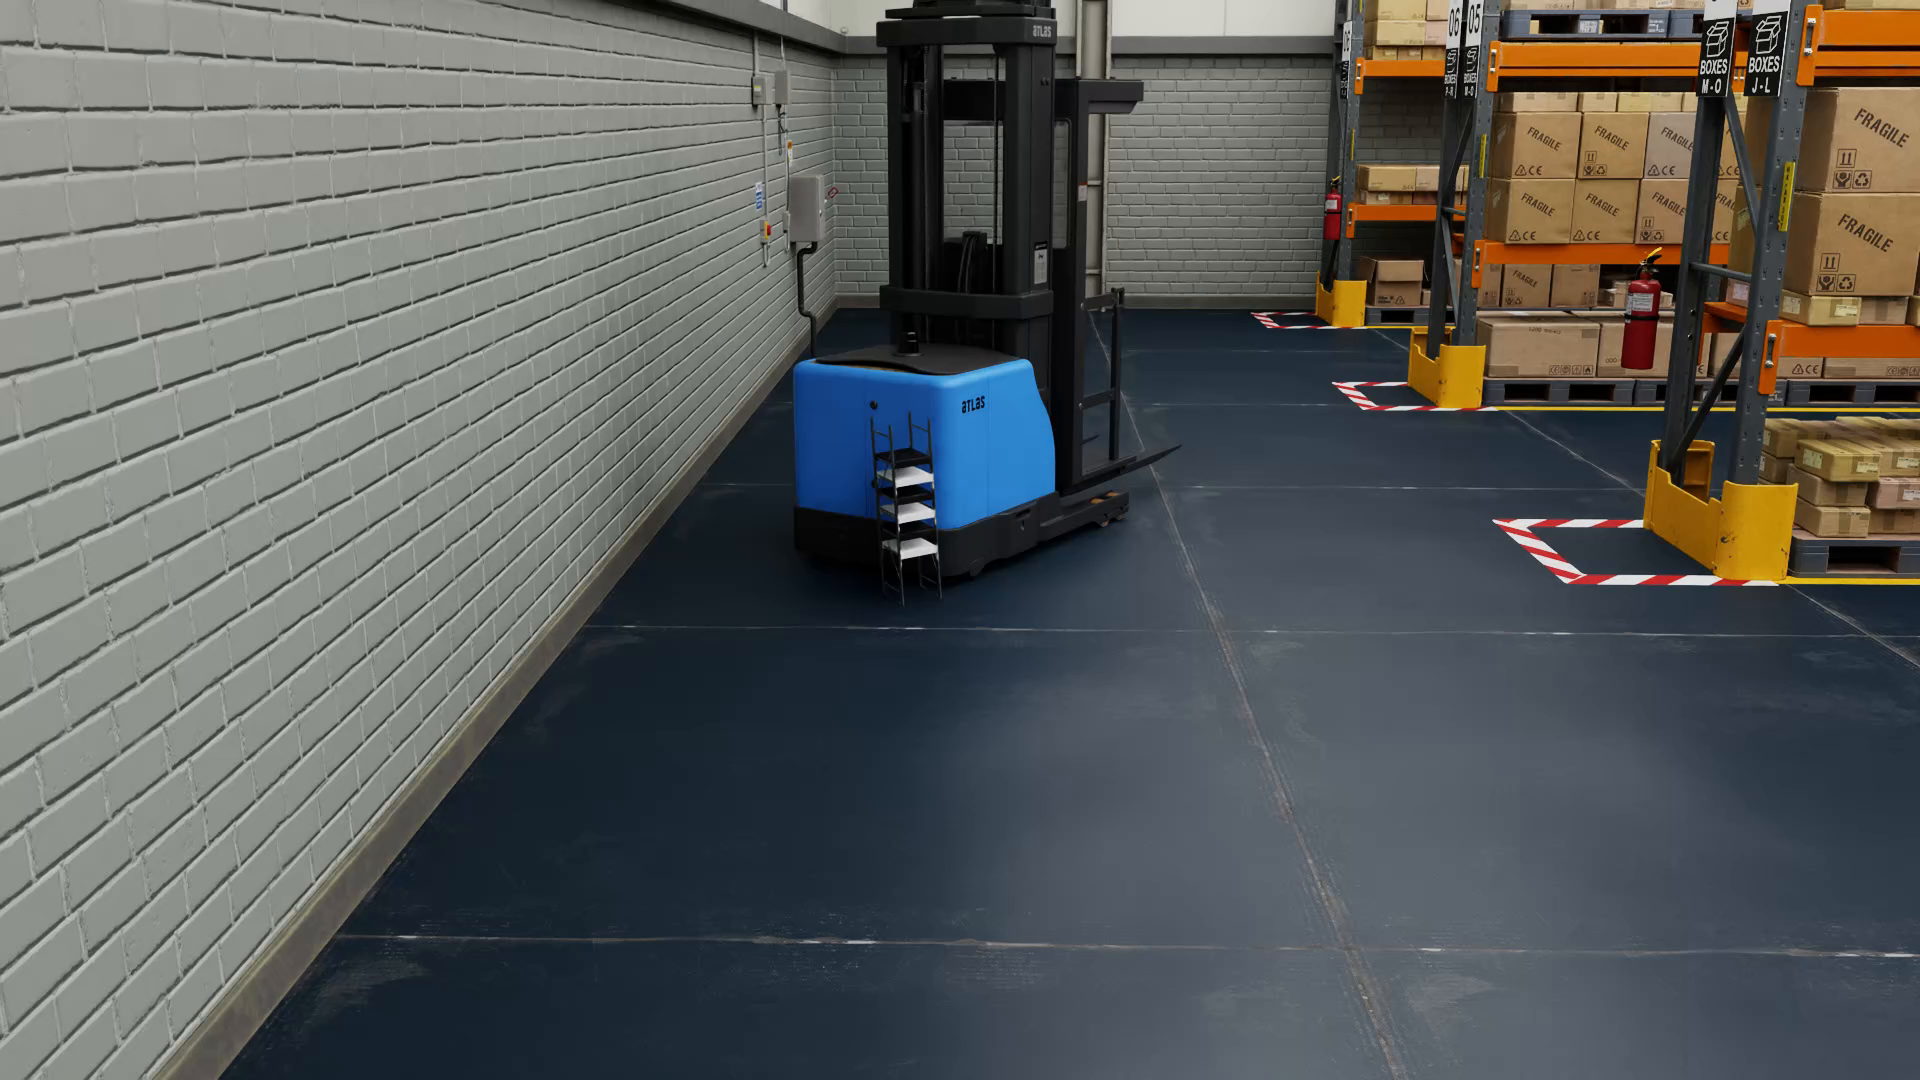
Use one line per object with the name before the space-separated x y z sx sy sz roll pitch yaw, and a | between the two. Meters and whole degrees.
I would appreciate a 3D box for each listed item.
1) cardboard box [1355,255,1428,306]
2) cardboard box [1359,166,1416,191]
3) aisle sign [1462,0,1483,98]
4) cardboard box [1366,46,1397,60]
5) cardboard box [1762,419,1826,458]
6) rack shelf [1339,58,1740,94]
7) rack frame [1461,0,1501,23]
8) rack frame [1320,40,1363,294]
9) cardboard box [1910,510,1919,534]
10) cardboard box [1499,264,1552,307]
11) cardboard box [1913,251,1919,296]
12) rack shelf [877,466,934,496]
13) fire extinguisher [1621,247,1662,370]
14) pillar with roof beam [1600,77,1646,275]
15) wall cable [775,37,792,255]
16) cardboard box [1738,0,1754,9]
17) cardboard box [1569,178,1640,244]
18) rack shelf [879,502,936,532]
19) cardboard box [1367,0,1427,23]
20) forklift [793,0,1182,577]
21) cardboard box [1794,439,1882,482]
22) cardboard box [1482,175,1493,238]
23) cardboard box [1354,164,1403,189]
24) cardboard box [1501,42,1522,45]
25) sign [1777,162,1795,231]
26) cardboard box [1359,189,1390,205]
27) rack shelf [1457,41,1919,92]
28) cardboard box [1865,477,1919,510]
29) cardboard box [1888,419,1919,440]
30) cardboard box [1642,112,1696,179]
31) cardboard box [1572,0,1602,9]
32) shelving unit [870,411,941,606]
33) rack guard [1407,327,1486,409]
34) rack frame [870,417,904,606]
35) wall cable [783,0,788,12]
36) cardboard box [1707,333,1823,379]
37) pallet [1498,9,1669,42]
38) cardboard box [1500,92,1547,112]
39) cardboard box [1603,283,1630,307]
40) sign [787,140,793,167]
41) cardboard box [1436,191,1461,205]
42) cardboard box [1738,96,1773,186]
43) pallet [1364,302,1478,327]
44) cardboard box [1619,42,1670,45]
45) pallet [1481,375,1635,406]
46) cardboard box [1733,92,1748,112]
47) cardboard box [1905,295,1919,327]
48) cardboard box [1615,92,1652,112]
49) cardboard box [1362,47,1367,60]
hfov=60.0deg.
cardboard box | 4.793 -2.888 18.477 0.637 0.503 0.797 0 15 -1
cardboard box | 4.630 -3.920 18.028 0.500 0.250 0.500 0 15 2
aisle sign | 3.981 -3.838 12.910 0.004 0.787 0.394 0 15 1
cardboard box | 4.496 -5.188 17.735 0.250 0.149 0.380 1 15 3
cardboard box | 4.571 -0.565 9.199 0.250 0.149 0.380 1 15 2
rack shelf | 6.183 -5.010 17.978 4.000 0.370 1.077 0 15 1
rack frame | 4.061 -5.555 12.755 0.127 3.000 1.000 0 15 1
rack frame | 4.184 -3.920 18.318 0.127 3.000 1.000 0 15 1
cardboard box | 5.063 -0.150 8.794 0.250 0.149 0.380 1 15 2
cardboard box | 6.172 -2.842 18.309 0.500 0.500 0.500 1 15 2
cardboard box | 5.013 -1.513 8.416 0.500 0.500 0.500 0 15 2
rack shelf | -0.272 -0.295 8.095 0.200 0.077 0.258 -11 18 -25
fire extinguisher | 3.795 -1.293 9.243 0.183 0.674 0.296 0 15 1
pillar with roof beam | 7.399 -5.931 14.182 0.400 9.000 9.100 0 15 1
wall cable | -1.552 -3.538 14.879 0.122 1.984 0.588 0 15 1
cardboard box | 6.072 -4.353 12.864 0.500 0.500 0.500 1 15 2
cardboard box | 5.040 -2.630 13.233 0.500 0.500 0.500 0 15 1
rack shelf | -0.262 -0.122 8.146 0.200 0.077 0.258 -11 18 -25
cardboard box | 4.621 -5.617 17.599 0.500 0.250 0.500 0 15 1
forklift | 0.340 -1.550 9.471 1.130 2.935 3.031 9 17 32
cardboard box | 4.550 -0.413 8.626 0.250 0.149 0.380 0 15 -1
cardboard box | 4.550 -2.767 13.752 0.500 0.500 0.500 0 15 2
cardboard box | 4.650 -4.056 18.545 0.500 0.250 0.500 1 15 3
cardboard box | 5.640 -5.365 17.624 0.500 0.250 0.500 0 15 0
sign | 4.022 -1.671 8.098 0.005 0.325 0.100 0 15 1
cardboard box | 4.505 -3.727 18.077 0.250 0.149 0.380 0 15 1
rack shelf | 6.060 -3.744 13.180 4.000 0.370 1.077 0 15 1
cardboard box | 4.825 -0.275 8.683 0.250 0.149 0.380 0 15 1
cardboard box | 5.340 -0.561 9.186 0.250 0.149 0.380 0 15 -1
cardboard box | 5.565 -3.107 13.082 0.500 0.500 0.500 0 15 1
cardboard box | 4.934 -4.272 13.246 0.250 0.149 0.380 -1 15 -3
shelving unit | -0.264 -0.154 8.137 0.210 0.900 0.258 -11 18 -25
rack guard | 4.037 -1.446 13.840 0.348 0.500 1.175 0 15 1
rack frame | -0.355 -0.136 8.094 0.006 0.900 0.240 -11 18 -25
wall cable | -1.502 -6.440 16.037 0.133 3.039 2.988 0 15 1
cardboard box | 6.539 -1.630 13.836 0.875 0.438 0.875 0 15 0
pallet | 4.803 -4.060 13.141 1.213 0.211 1.003 0 15 1
cardboard box | 4.408 -3.427 13.021 0.250 0.149 0.380 1 15 3
cardboard box | 7.261 -2.706 18.254 0.258 0.266 0.396 1 15 3
sign | -1.586 -3.606 15.510 0.001 0.242 0.339 0 15 1
cardboard box | 5.275 -3.727 18.077 0.250 0.149 0.380 1 15 3
cardboard box | 4.499 -2.127 8.784 0.500 0.500 0.500 0 15 0
pallet | 5.057 -2.566 18.654 1.213 0.211 1.003 0 15 1
cardboard box | 7.174 -5.356 17.591 0.500 0.250 0.500 0 15 0
pallet | 4.862 -1.321 13.932 1.213 0.211 1.003 0 15 1
cardboard box | 5.958 -3.406 12.942 0.250 0.149 0.380 0 15 0
cardboard box | 4.874 -1.178 8.416 0.250 0.149 0.380 0 15 0
cardboard box | 5.193 -3.415 12.977 0.250 0.149 0.380 0 15 0
cardboard box | 4.510 -5.306 18.184 0.250 0.149 0.380 1 15 3
